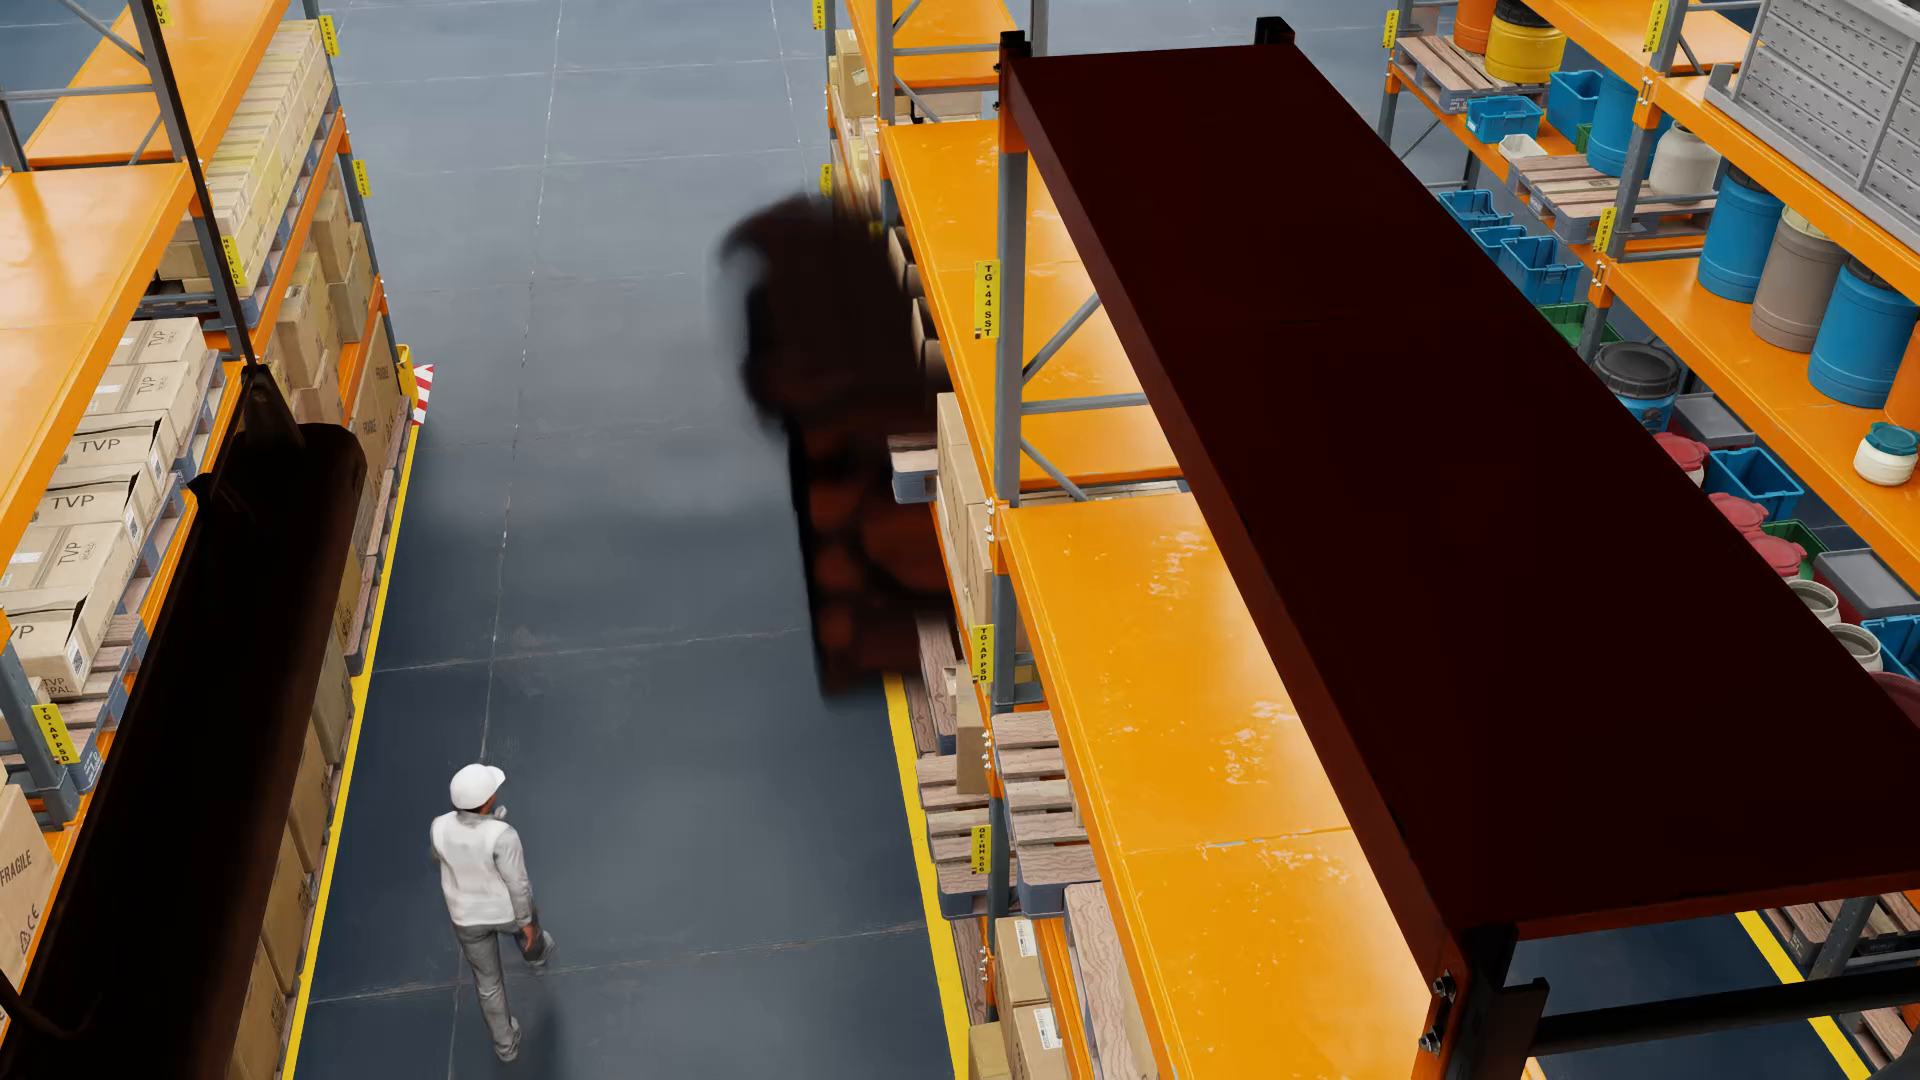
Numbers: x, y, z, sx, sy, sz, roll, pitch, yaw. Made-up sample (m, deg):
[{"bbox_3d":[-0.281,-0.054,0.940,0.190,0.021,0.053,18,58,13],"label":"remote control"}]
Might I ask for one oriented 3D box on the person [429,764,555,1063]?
[{"bbox_3d":[-2.524,1.919,8.911,0.546,1.766,0.966,-5,37,-7],"label":"person"}]
